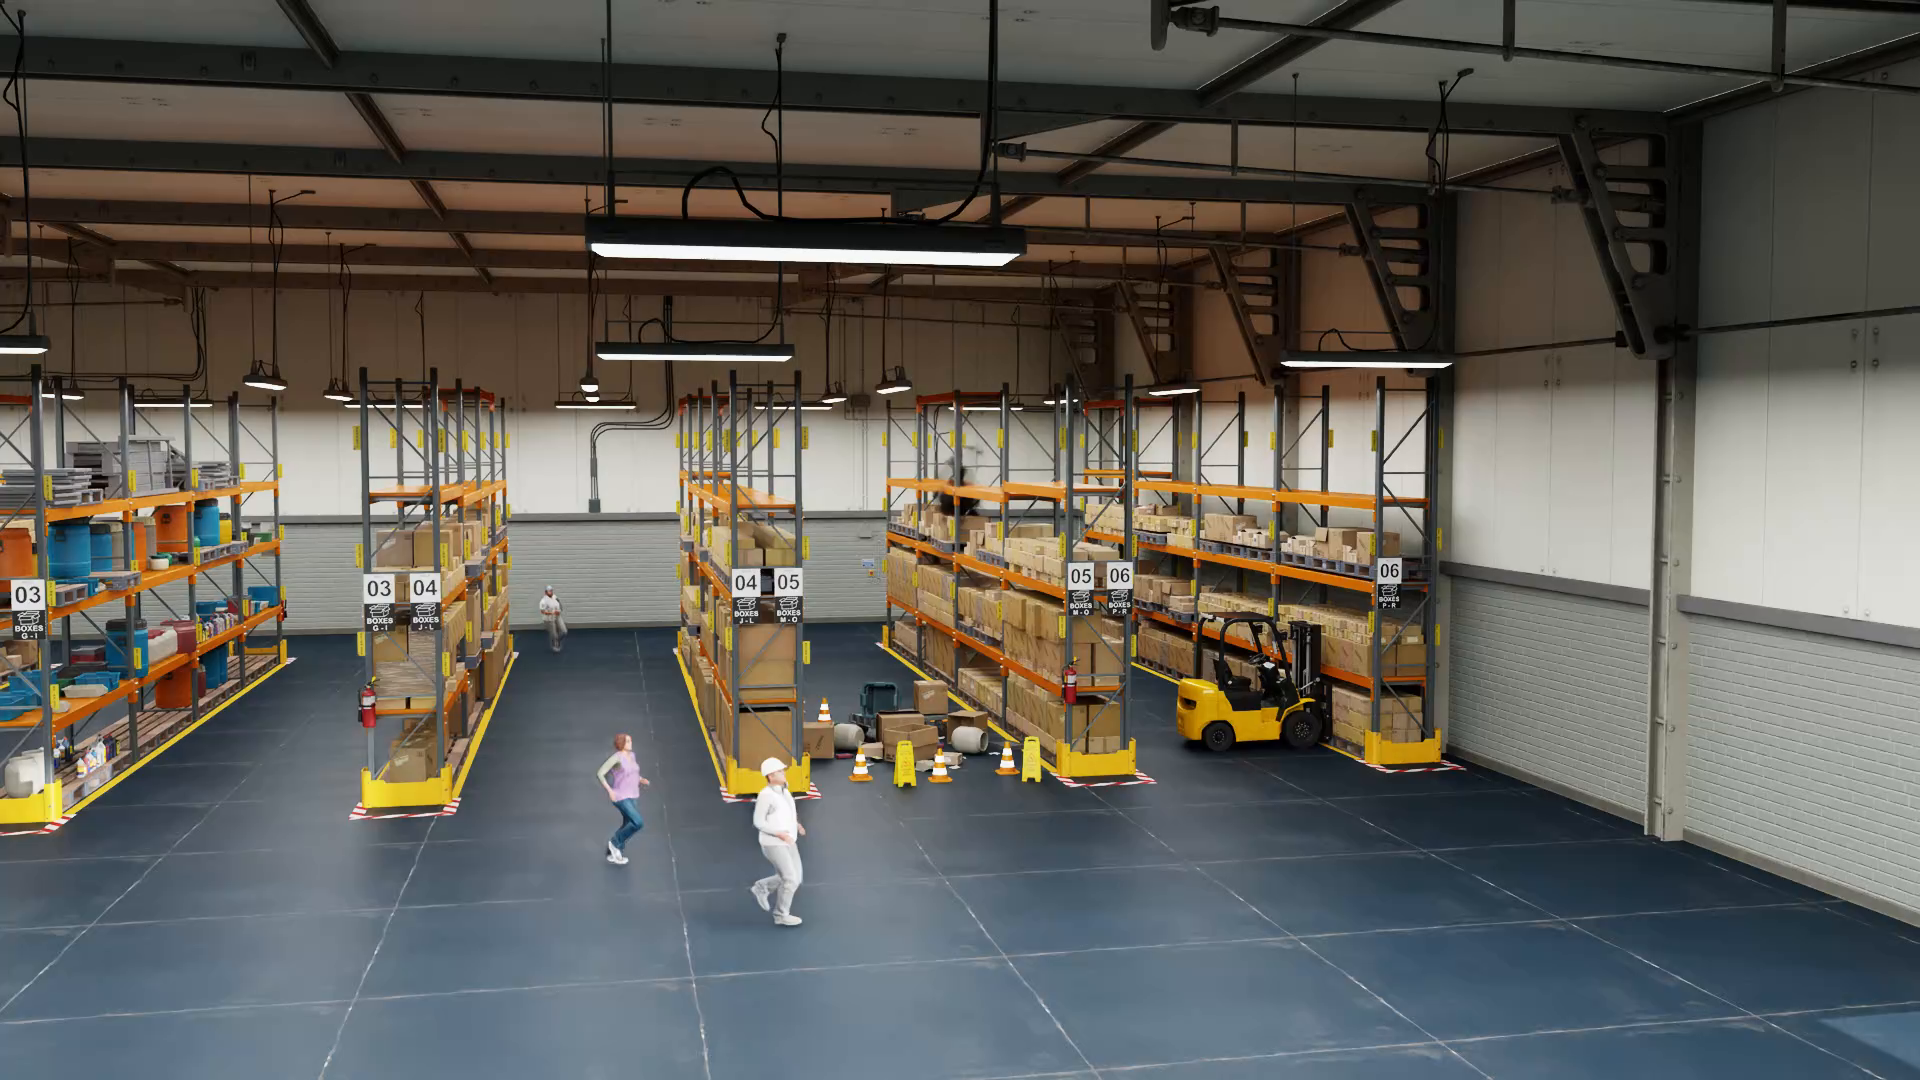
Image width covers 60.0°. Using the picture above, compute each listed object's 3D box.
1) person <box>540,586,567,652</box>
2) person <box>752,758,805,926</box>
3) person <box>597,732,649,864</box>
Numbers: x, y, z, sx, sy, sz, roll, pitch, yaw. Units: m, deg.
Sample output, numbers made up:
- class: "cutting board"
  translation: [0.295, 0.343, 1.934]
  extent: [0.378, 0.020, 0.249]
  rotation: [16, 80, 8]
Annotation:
- class: "person"
  translation: [-9.617, 1.862, 39.234]
  extent: [0.576, 1.594, 0.689]
  rotation: [3, 4, 41]
- class: "person"
  translation: [-1.920, 3.114, 17.223]
  extent: [0.614, 1.722, 0.659]
  rotation: [1, 4, 18]
- class: "person"
  translation: [-3.918, 3.043, 19.546]
  extent: [0.596, 1.562, 0.515]
  rotation: [1, 4, 20]
